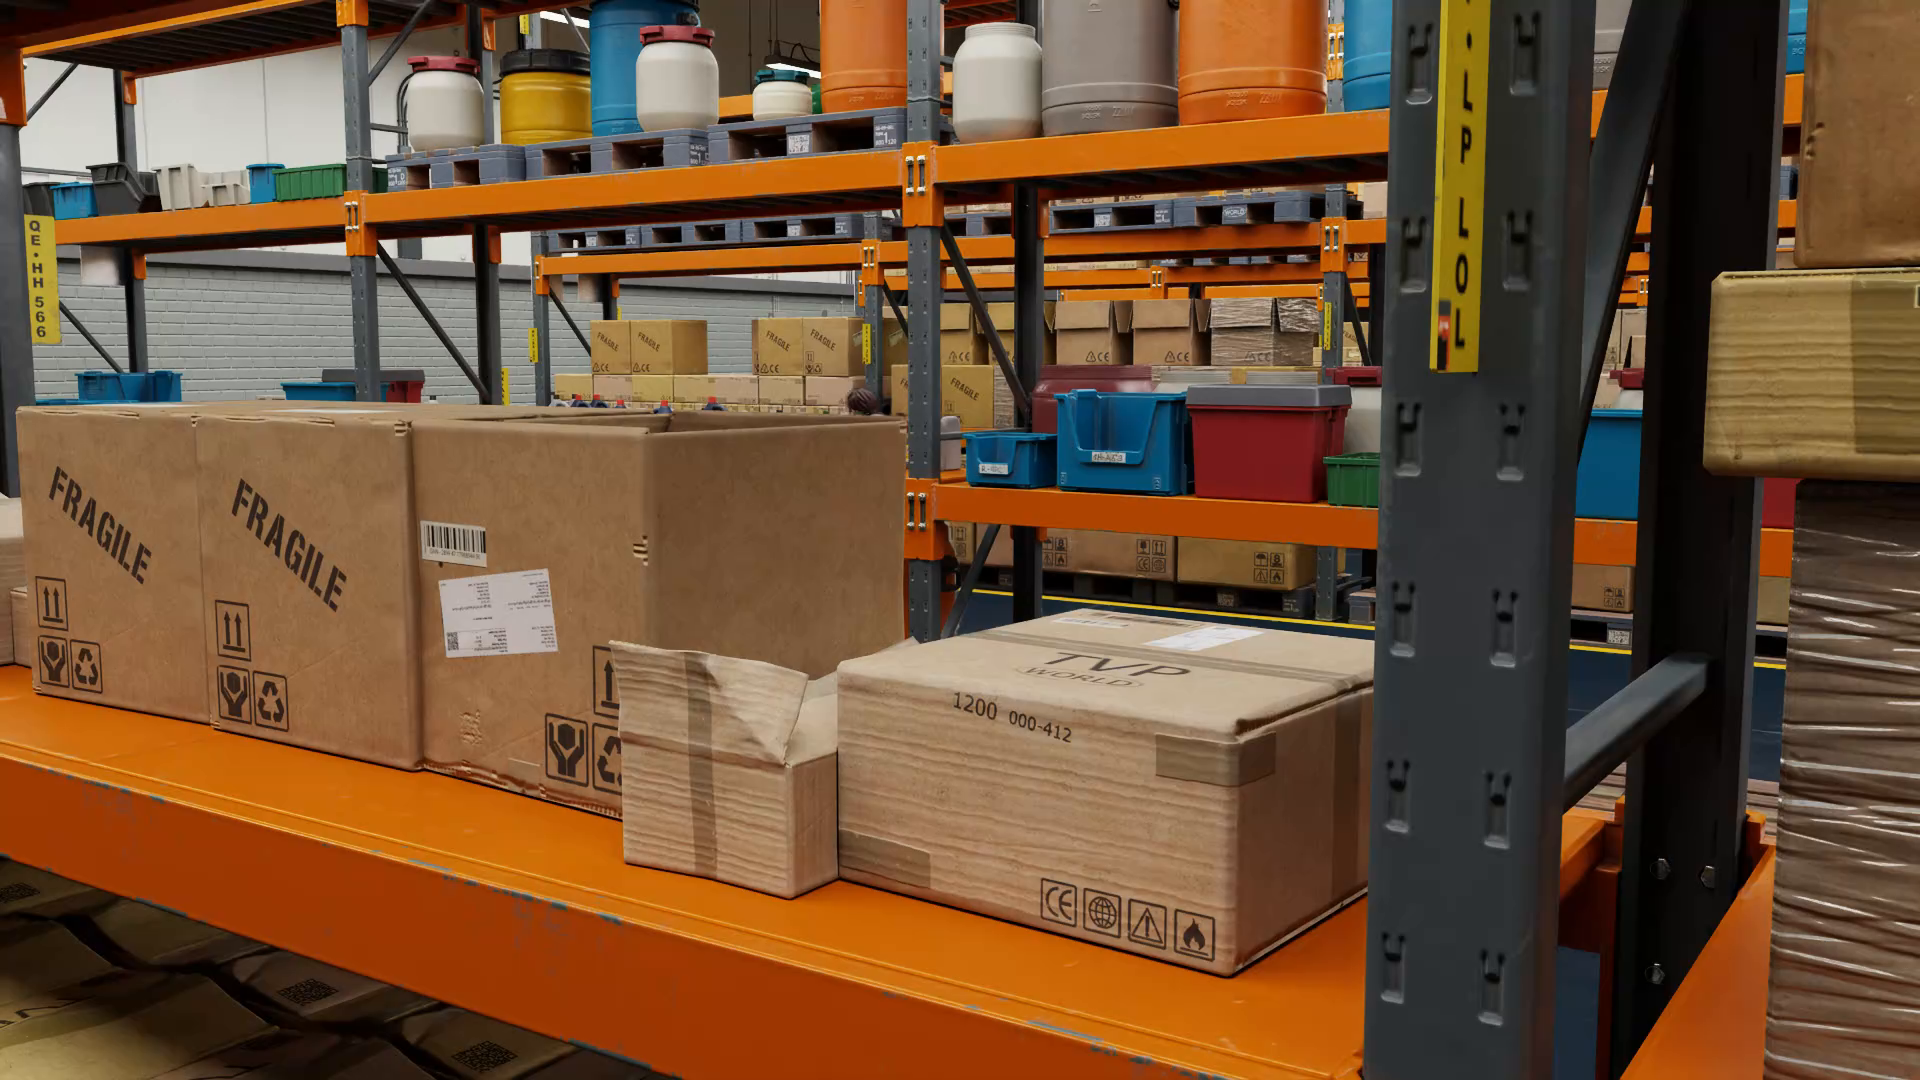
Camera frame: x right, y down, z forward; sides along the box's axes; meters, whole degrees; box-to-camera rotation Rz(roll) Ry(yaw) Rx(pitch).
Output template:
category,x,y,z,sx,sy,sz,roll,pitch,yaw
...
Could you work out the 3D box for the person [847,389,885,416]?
category,x,y,z,sx,sy,sz,roll,pitch,yaw
person,-0.570,-0.164,10.848,0.830,1.643,0.475,4,7,31
